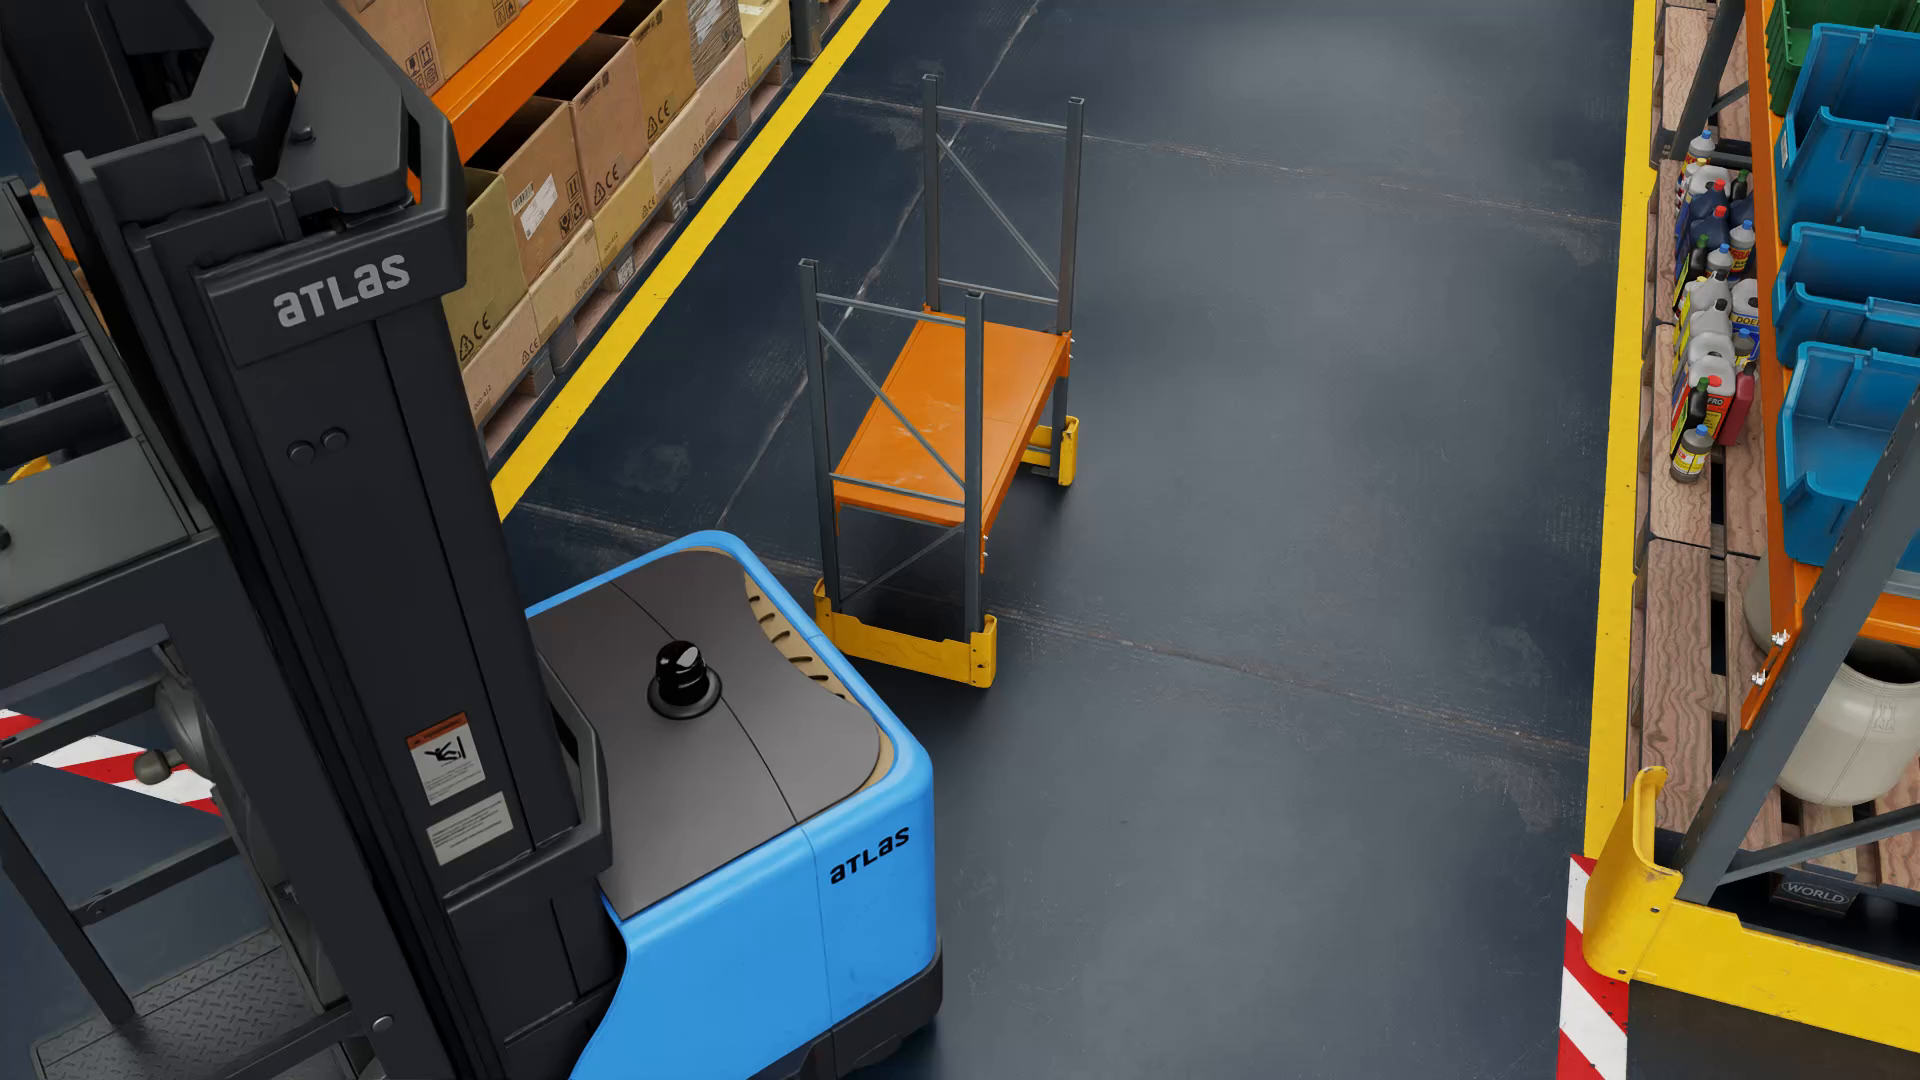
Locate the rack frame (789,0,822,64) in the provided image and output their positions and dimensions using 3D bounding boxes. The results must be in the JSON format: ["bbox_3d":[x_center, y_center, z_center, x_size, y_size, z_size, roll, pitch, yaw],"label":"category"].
[{"bbox_3d":[-1.178,-3.544,7.227,1.000,3.000,0.127,13,46,13],"label":"rack frame"}]

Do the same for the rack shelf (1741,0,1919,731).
[{"bbox_3d":[2.936,-0.903,5.042,1.077,0.370,4.000,13,46,13],"label":"rack shelf"}]

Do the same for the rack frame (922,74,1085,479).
[{"bbox_3d":[0.128,-0.818,5.514,0.500,1.500,0.032,13,46,13],"label":"rack frame"}]

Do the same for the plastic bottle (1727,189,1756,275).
[{"bbox_3d":[3.040,-1.223,6.434,0.144,0.351,0.185,13,46,13],"label":"plastic bottle"}]

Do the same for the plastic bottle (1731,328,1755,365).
[{"bbox_3d":[2.788,-0.670,5.976,0.097,0.201,0.097,0,44,0],"label":"plastic bottle"}]

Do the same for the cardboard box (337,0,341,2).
[{"bbox_3d":[-1.911,-1.704,4.812,0.380,0.149,0.250,13,46,13],"label":"cardboard box"}]

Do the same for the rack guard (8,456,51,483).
[{"bbox_3d":[-2.396,0.031,5.361,1.175,0.500,0.348,13,46,13],"label":"rack guard"}]

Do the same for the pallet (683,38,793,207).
[{"bbox_3d":[-1.458,-2.027,7.670,1.003,0.211,1.213,13,46,13],"label":"pallet"}]

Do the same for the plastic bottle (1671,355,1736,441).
[{"bbox_3d":[2.571,-0.490,5.738,0.152,0.276,0.135,13,46,13],"label":"plastic bottle"}]

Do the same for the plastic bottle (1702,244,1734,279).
[{"bbox_3d":[2.836,-0.993,6.256,0.097,0.271,0.097,0,44,0],"label":"plastic bottle"}]

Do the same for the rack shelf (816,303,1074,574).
[{"bbox_3d":[-0.026,-0.351,5.293,0.538,0.185,1.000,13,46,13],"label":"rack shelf"}]

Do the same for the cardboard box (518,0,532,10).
[{"bbox_3d":[-1.769,-2.255,5.838,0.700,0.500,0.500,14,46,14],"label":"cardboard box"}]

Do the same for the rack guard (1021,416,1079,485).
[{"bbox_3d":[0.128,-0.370,5.950,0.587,0.250,0.087,13,46,13],"label":"rack guard"}]

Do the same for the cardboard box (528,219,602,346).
[{"bbox_3d":[-1.715,-1.023,6.317,0.500,0.250,0.500,13,46,13],"label":"cardboard box"}]

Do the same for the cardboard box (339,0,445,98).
[{"bbox_3d":[-2.081,-1.573,5.142,0.700,0.500,0.500,14,46,14],"label":"cardboard box"}]

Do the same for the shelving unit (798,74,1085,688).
[{"bbox_3d":[-0.023,-0.485,5.174,0.587,1.500,1.083,13,46,13],"label":"shelving unit"}]

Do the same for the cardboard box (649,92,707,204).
[{"bbox_3d":[-1.408,-1.689,6.997,0.500,0.250,0.500,13,46,13],"label":"cardboard box"}]

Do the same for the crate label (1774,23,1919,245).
[{"bbox_3d":[2.630,-1.123,4.728,0.502,0.435,0.616,13,46,13],"label":"crate label"}]

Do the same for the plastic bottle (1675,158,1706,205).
[{"bbox_3d":[2.997,-1.463,6.786,0.097,0.201,0.097,0,44,0],"label":"plastic bottle"}]

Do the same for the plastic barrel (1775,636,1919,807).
[{"bbox_3d":[2.457,0.458,4.616,0.421,0.512,0.421,0,44,0],"label":"plastic barrel"}]

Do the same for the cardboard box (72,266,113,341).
[{"bbox_3d":[-2.510,-0.734,5.485,0.500,0.500,0.500,13,46,13],"label":"cardboard box"}]

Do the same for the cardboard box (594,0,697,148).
[{"bbox_3d":[-1.420,-1.960,6.737,0.500,0.500,0.500,13,46,13],"label":"cardboard box"}]

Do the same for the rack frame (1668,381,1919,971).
[{"bbox_3d":[2.331,0.173,3.428,1.000,3.000,0.127,13,46,13],"label":"rack frame"}]

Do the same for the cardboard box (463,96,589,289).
[{"bbox_3d":[-1.726,-1.294,6.057,0.500,0.500,0.500,13,46,13],"label":"cardboard box"}]

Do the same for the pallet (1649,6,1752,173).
[{"bbox_3d":[3.743,-2.028,7.671,1.003,0.211,1.213,13,46,13],"label":"pallet"}]

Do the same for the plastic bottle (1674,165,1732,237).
[{"bbox_3d":[2.956,-1.336,6.603,0.152,0.276,0.135,14,46,14],"label":"plastic bottle"}]

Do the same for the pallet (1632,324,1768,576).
[{"bbox_3d":[2.931,-0.241,5.846,1.003,0.211,1.213,13,46,13],"label":"pallet"}]

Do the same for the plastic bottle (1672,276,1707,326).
[{"bbox_3d":[2.737,-0.890,6.201,0.097,0.201,0.097,0,44,0],"label":"plastic bottle"}]

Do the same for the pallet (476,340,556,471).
[{"bbox_3d":[-2.197,-0.400,6.008,1.003,0.211,1.213,13,46,13],"label":"pallet"}]

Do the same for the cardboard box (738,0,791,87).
[{"bbox_3d":[-1.110,-2.356,7.679,0.500,0.250,0.500,13,46,13],"label":"cardboard box"}]

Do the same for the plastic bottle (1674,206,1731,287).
[{"bbox_3d":[2.845,-1.127,6.337,0.144,0.351,0.185,11,45,11],"label":"plastic bottle"}]

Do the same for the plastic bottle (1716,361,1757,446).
[{"bbox_3d":[2.673,-0.470,5.713,0.061,0.283,0.133,13,46,13],"label":"plastic bottle"}]

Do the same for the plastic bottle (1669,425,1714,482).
[{"bbox_3d":[2.469,-0.301,5.599,0.097,0.201,0.097,0,44,0],"label":"plastic bottle"}]

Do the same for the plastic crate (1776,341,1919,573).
[{"bbox_3d":[2.197,-0.170,3.886,0.499,0.251,0.616,13,46,13],"label":"plastic crate"}]

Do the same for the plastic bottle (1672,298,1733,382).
[{"bbox_3d":[2.660,-0.720,5.921,0.144,0.351,0.185,14,46,14],"label":"plastic bottle"}]

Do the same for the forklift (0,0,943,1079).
[{"bbox_3d":[-1.543,0.540,3.103,3.031,2.935,1.130,-26,50,-24],"label":"forklift"}]
